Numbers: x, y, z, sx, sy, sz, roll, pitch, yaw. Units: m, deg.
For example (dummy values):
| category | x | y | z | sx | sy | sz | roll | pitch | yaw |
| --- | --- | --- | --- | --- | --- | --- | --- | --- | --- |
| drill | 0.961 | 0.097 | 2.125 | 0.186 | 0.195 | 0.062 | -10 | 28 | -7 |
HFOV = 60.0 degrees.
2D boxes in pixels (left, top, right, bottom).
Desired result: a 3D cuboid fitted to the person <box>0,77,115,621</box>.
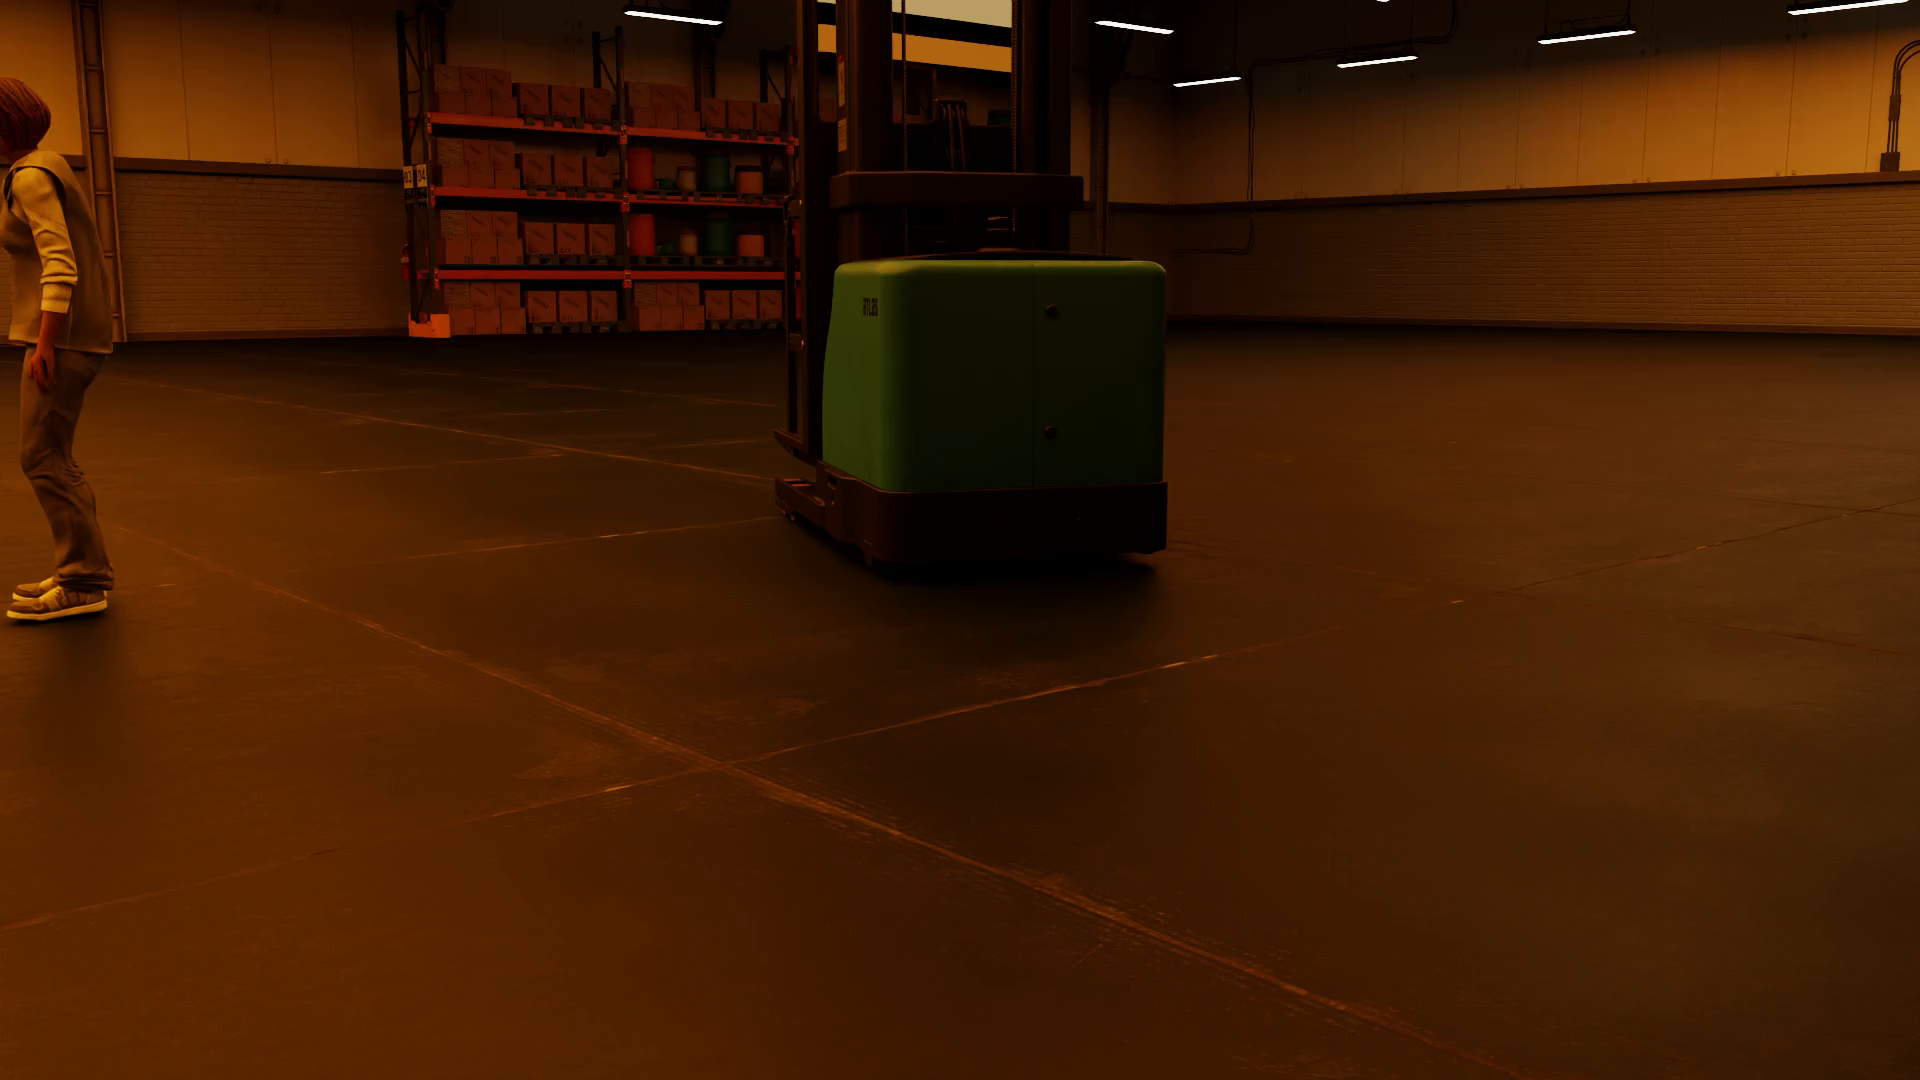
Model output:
| category | x | y | z | sx | sy | sz | roll | pitch | yaw |
| --- | --- | --- | --- | --- | --- | --- | --- | --- | --- |
| person | -2.737 | -0.567 | 5.002 | 0.347 | 1.592 | 0.463 | -5 | 10 | -28 |

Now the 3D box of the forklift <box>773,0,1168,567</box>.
| category | x | y | z | sx | sy | sz | roll | pitch | yaw |
| --- | --- | --- | --- | --- | --- | --- | --- | --- | --- |
| forklift | -0.174 | -1.539 | 6.902 | 1.130 | 2.935 | 3.031 | -3 | 9 | -16 |
